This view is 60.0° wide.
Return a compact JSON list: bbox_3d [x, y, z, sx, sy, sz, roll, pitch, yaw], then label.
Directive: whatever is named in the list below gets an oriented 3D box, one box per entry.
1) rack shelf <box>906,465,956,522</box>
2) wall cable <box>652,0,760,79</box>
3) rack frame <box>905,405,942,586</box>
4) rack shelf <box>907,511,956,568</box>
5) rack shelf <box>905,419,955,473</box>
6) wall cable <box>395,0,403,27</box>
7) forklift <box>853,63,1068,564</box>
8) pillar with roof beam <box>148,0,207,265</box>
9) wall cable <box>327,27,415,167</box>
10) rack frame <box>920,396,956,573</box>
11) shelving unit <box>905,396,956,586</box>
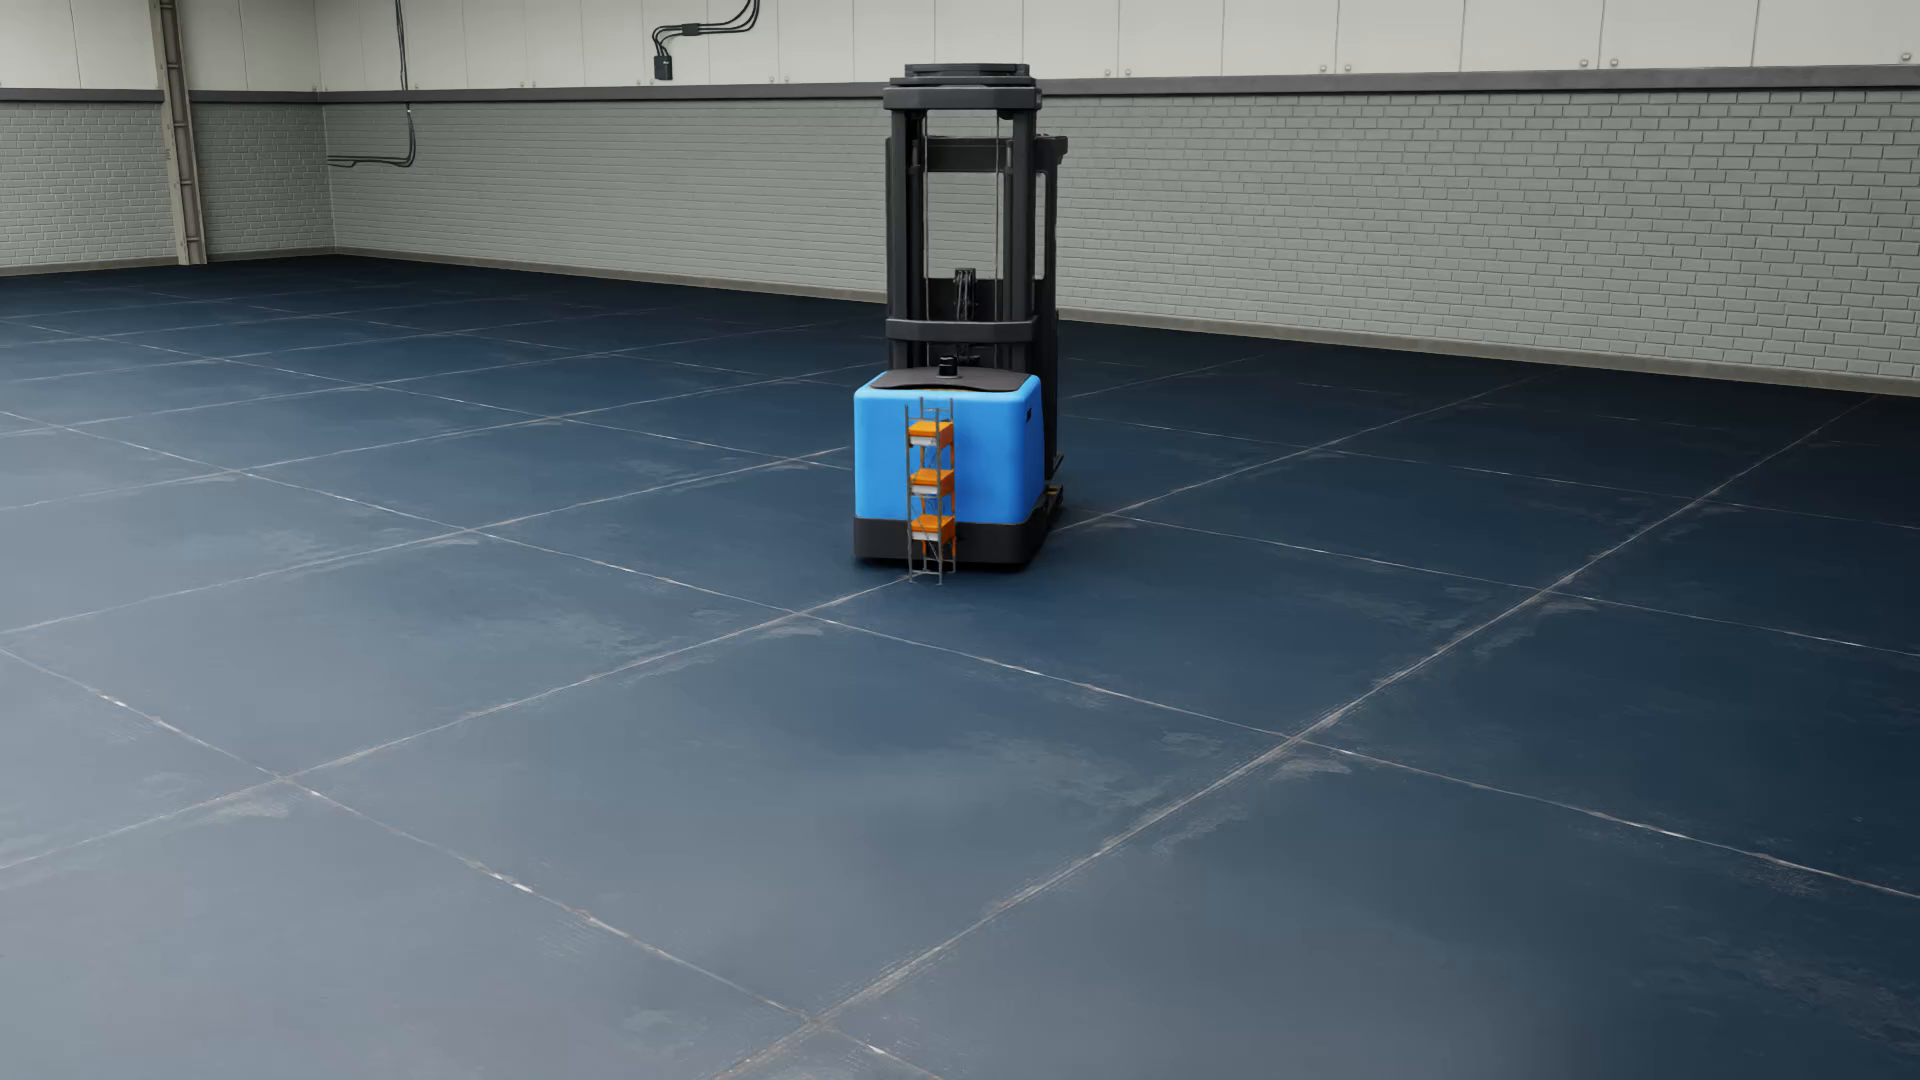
[{"bbox_3d":[-0.166,-0.271,9.574,0.215,0.259,0.240,5,18,18],"label":"rack shelf"},{"bbox_3d":[-3.886,-9.985,24.745,2.305,6.003,0.169,11,18,38],"label":"wall cable"},{"bbox_3d":[-0.206,-0.246,9.461,0.200,1.050,0.008,5,18,18],"label":"rack frame"},{"bbox_3d":[-0.162,-0.005,9.655,0.215,0.259,0.240,5,18,18],"label":"rack shelf"},{"bbox_3d":[-0.171,-0.542,9.491,0.215,0.259,0.240,5,18,18],"label":"rack shelf"},{"bbox_3d":[-9.156,-10.333,29.071,3.097,2.526,0.112,11,18,38],"label":"wall cable"},{"bbox_3d":[0.111,-1.596,10.953,1.130,2.935,3.031,2,14,9],"label":"forklift"},{"bbox_3d":[-10.791,-8.783,26.921,9.100,9.000,0.400,11,18,38],"label":"pillar with roof beam"},{"bbox_3d":[-11.260,-8.304,31.341,3.097,2.526,0.112,11,18,38],"label":"wall cable"},{"bbox_3d":[-0.127,-0.315,9.681,0.200,1.050,0.008,5,18,18],"label":"rack frame"},{"bbox_3d":[-0.166,-0.281,9.571,0.215,1.050,0.252,5,18,18],"label":"shelving unit"}]
